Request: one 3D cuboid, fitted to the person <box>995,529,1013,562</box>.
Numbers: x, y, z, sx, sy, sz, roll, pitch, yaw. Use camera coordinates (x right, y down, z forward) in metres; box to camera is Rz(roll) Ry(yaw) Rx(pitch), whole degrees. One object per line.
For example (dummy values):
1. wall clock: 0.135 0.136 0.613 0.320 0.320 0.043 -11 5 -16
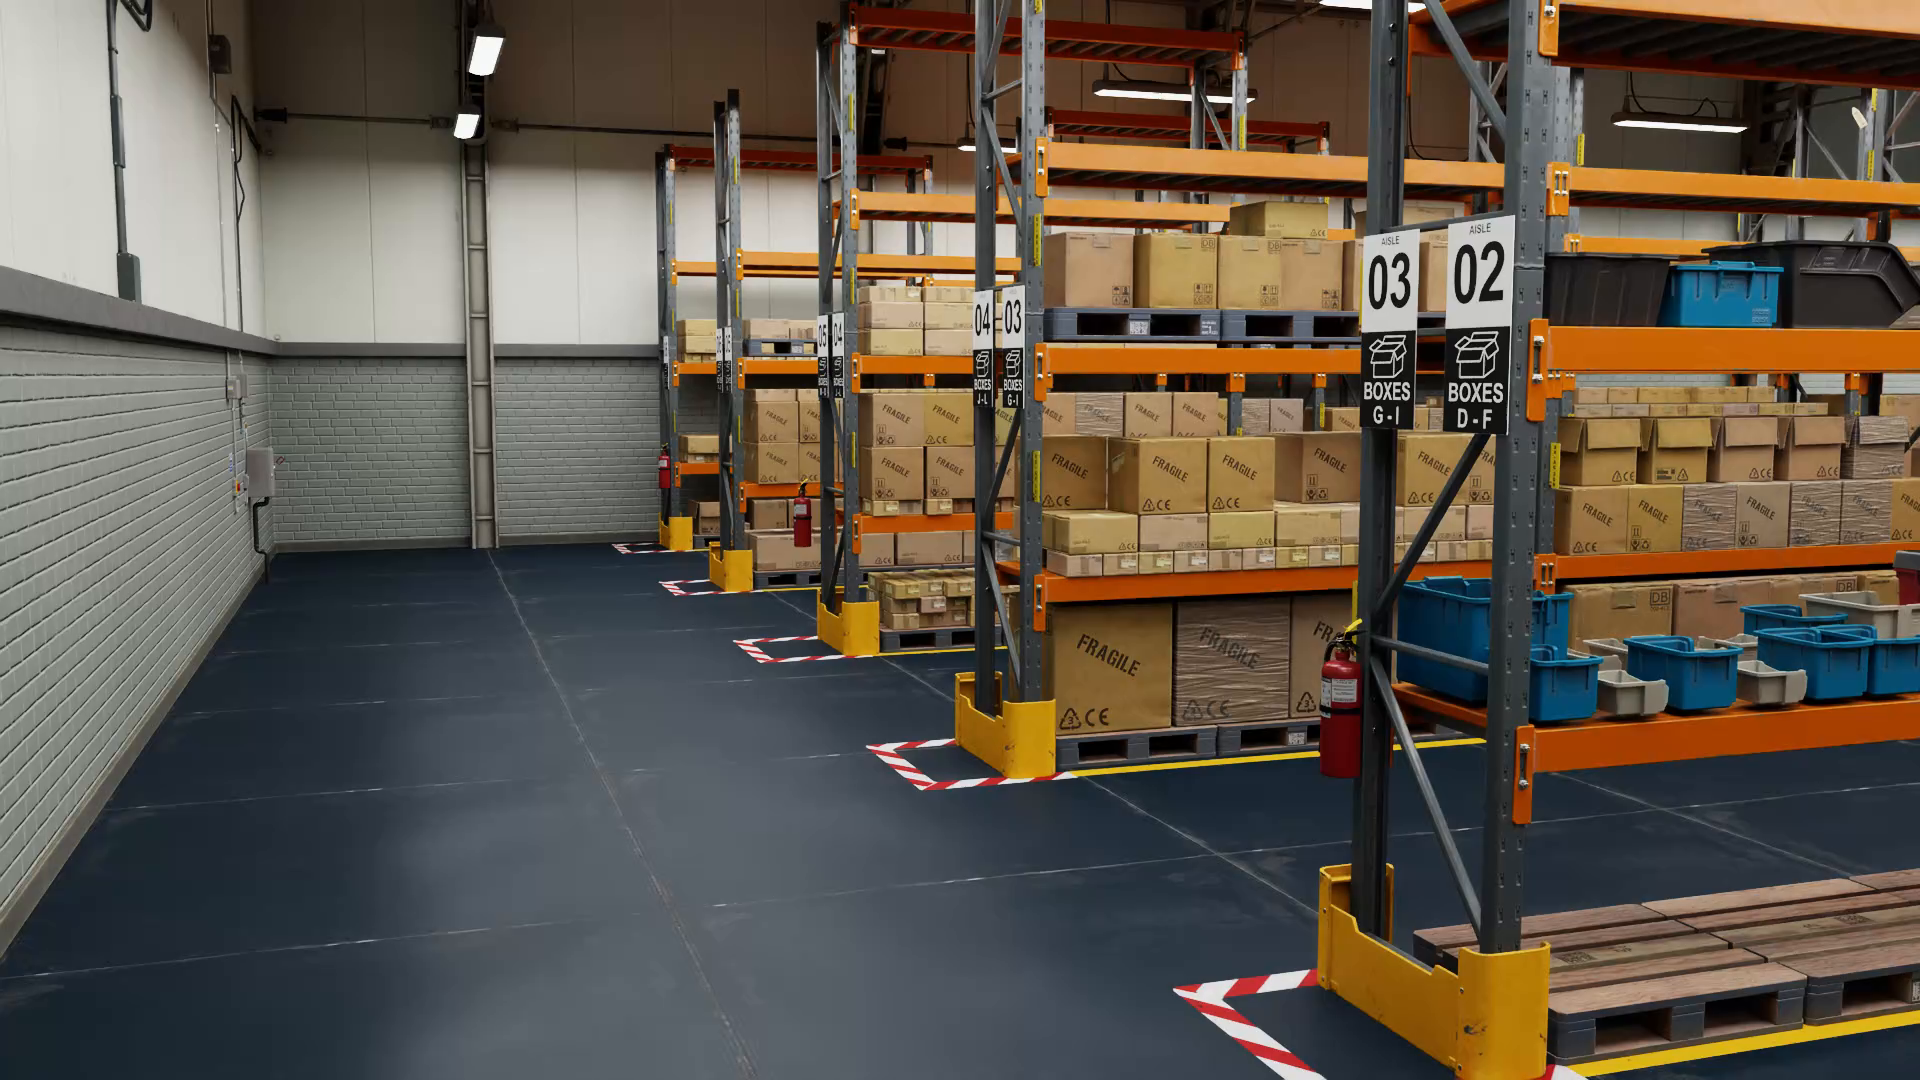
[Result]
1. person: 0.530 -0.196 19.485 0.354 1.797 0.529 -2 6 -17
